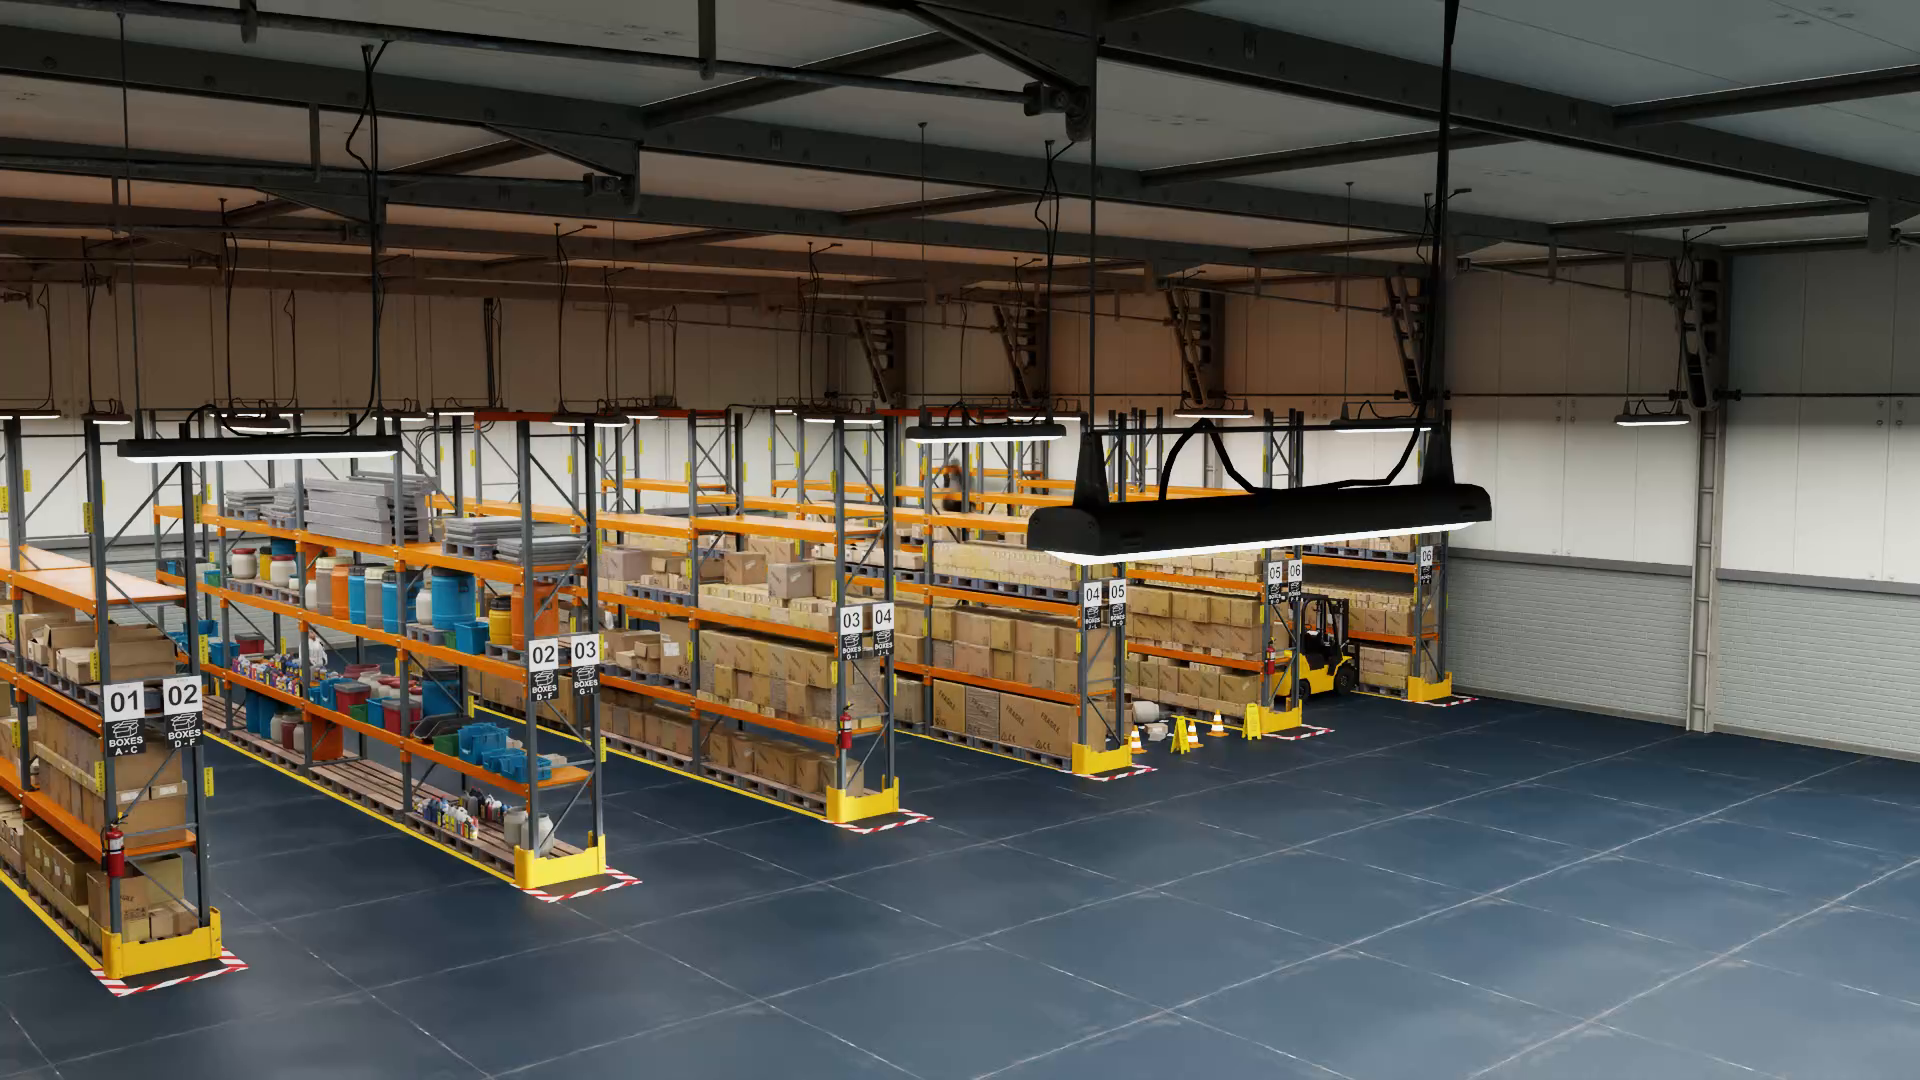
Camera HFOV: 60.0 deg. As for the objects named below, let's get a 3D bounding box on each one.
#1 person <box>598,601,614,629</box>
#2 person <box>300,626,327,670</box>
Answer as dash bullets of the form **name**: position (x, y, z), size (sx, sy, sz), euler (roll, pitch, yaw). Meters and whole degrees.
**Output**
- **person**: position (-8.075, 2.206, 37.300), size (0.694, 1.727, 0.670), euler (-4, 6, -36)
- **person**: position (-13.045, 2.545, 33.657), size (0.542, 1.659, 0.644), euler (3, 6, 35)
